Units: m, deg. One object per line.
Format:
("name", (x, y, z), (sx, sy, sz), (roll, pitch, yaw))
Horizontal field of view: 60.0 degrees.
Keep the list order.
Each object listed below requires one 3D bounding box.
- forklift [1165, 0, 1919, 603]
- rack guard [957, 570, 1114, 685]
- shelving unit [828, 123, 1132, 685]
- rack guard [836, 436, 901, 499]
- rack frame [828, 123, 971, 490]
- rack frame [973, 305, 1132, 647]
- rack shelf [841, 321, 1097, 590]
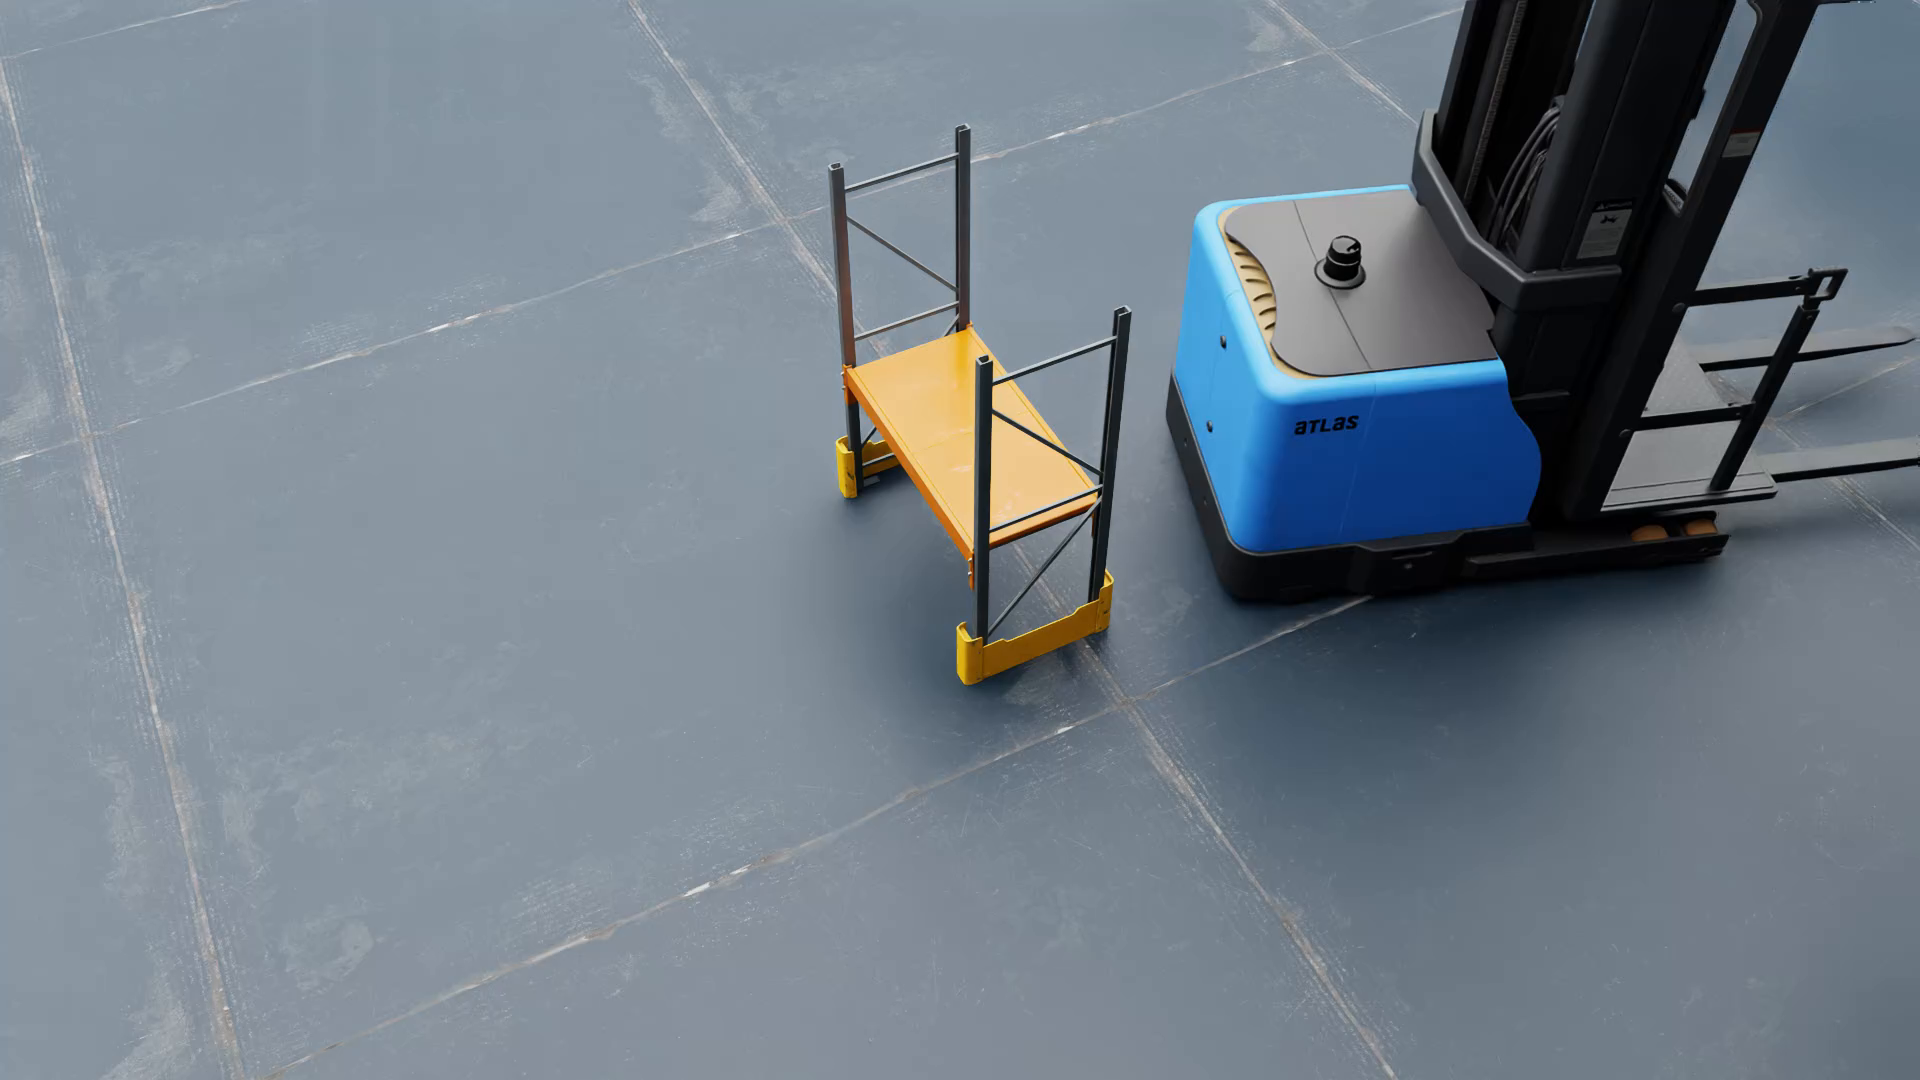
("forklift", (2.375, -1.254, 5.399), (3.031, 2.935, 1.130), (-6, 49, -6))
("rack guard", (0.263, 0.302, 5.820), (0.587, 0.250, 0.087), (-21, 52, -18))
("shelving unit", (0.035, -0.443, 5.641), (0.587, 1.500, 1.083), (-21, 52, -18))
("rack guard", (-0.193, -0.365, 6.403), (0.587, 0.250, 0.087), (-21, 52, -18))
("rack frame", (-0.194, -0.777, 5.933), (0.500, 1.500, 0.032), (-21, 52, -18))
("rack frame", (0.272, -0.096, 5.338), (0.500, 1.500, 0.032), (-21, 52, -18))
("rack shelf", (0.039, -0.318, 5.771), (0.538, 0.185, 1.000), (-21, 52, -18))
